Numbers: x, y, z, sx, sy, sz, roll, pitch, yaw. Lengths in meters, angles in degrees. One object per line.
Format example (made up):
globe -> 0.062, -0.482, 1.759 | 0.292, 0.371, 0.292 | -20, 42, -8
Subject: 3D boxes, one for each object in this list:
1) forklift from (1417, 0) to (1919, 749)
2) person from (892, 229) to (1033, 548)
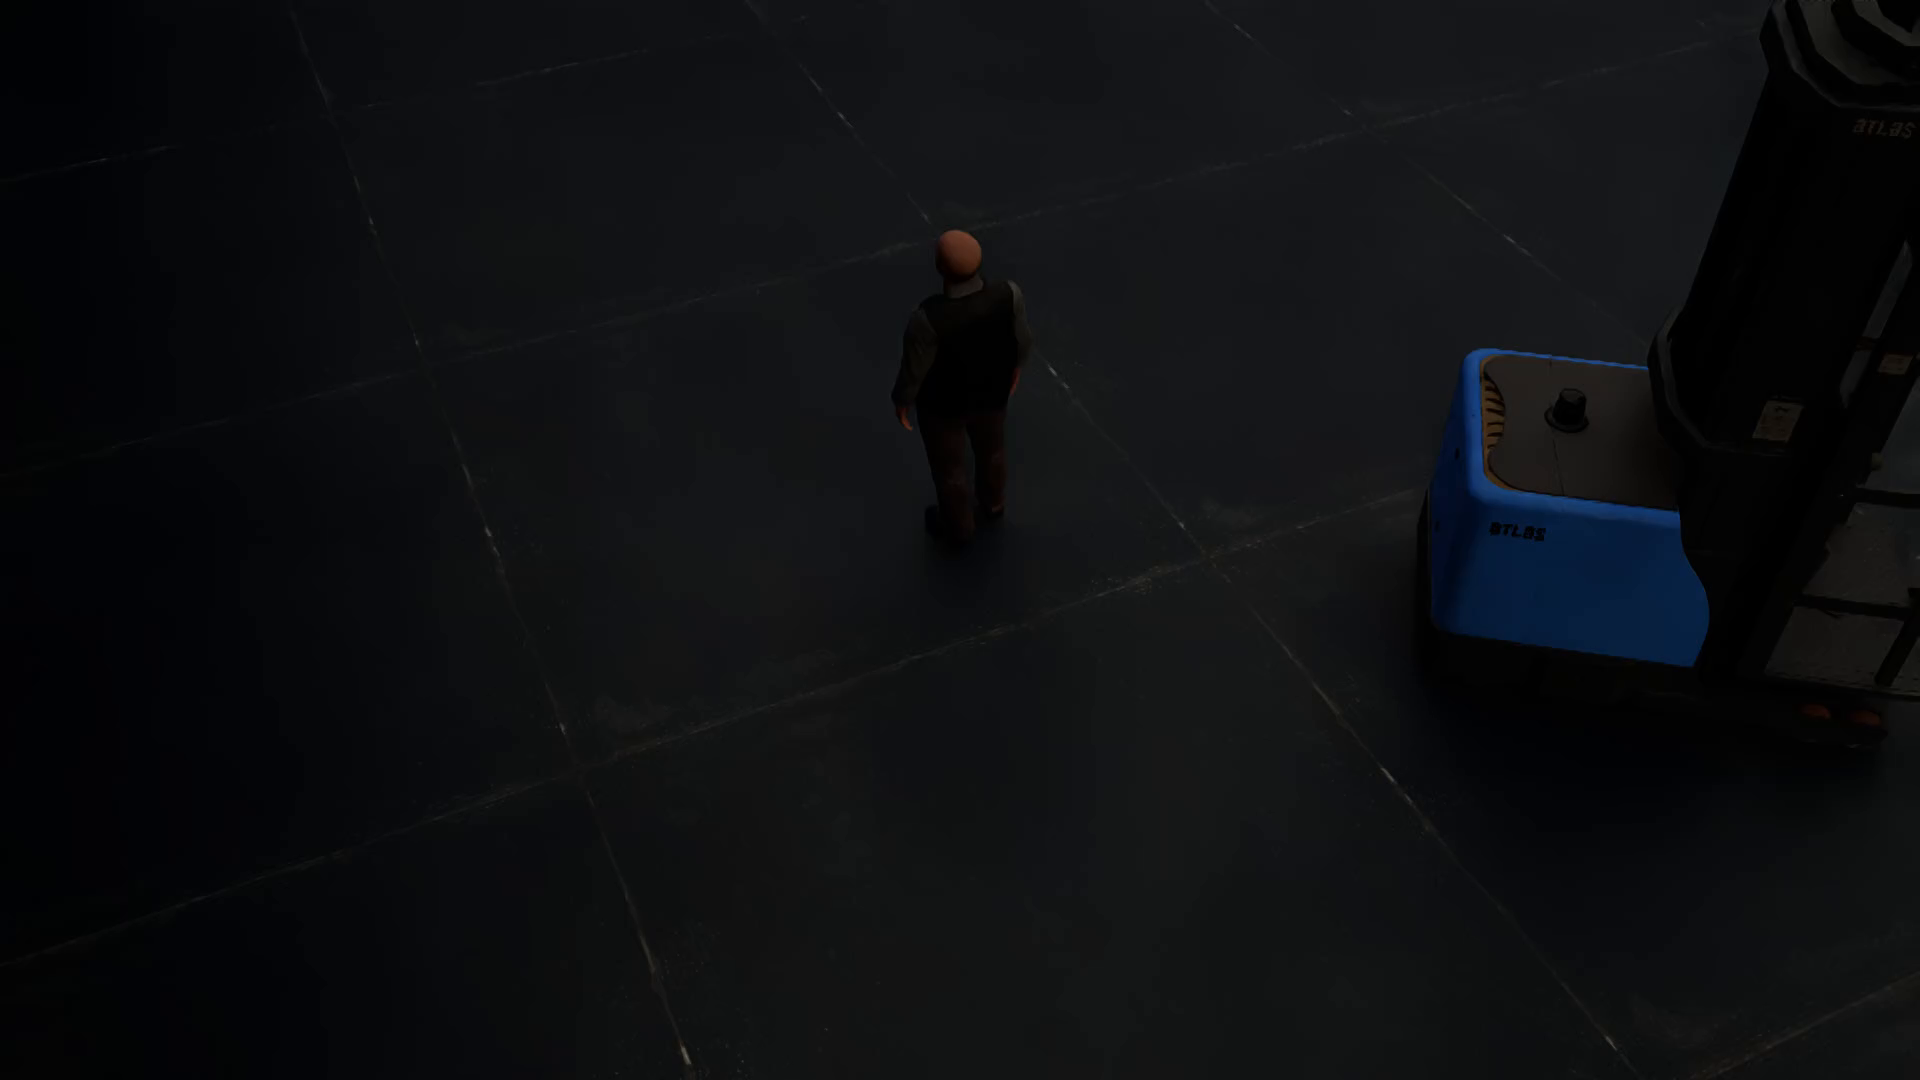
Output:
forklift -> 3.548, -0.602, 6.325 | 3.031, 2.935, 1.130 | 8, 44, 8
person -> -0.019, -0.676, 7.280 | 0.632, 1.720, 0.567 | -18, 46, -18
